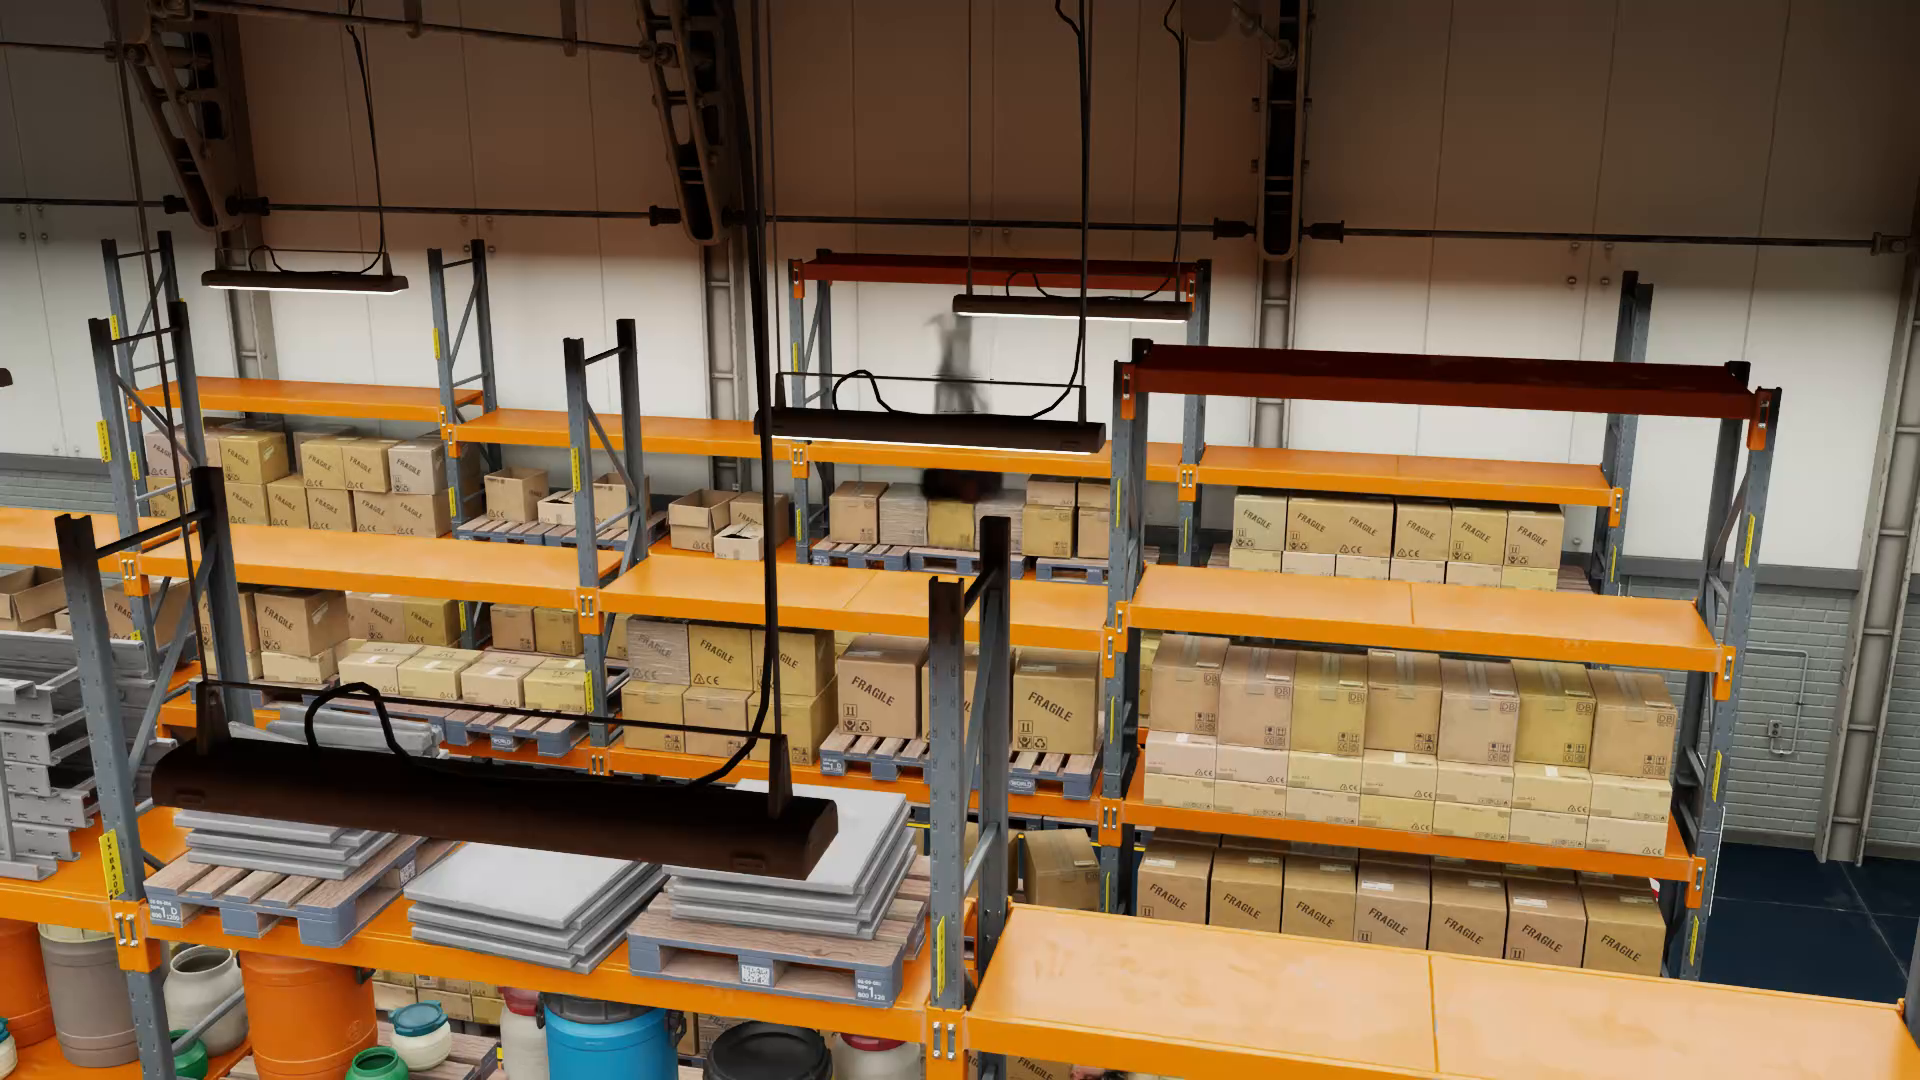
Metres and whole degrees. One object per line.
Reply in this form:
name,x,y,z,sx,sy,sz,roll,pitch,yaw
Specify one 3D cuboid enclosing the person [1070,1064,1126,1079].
person,1.142,4.212,11.115,0.842,1.665,0.658,2,16,8
